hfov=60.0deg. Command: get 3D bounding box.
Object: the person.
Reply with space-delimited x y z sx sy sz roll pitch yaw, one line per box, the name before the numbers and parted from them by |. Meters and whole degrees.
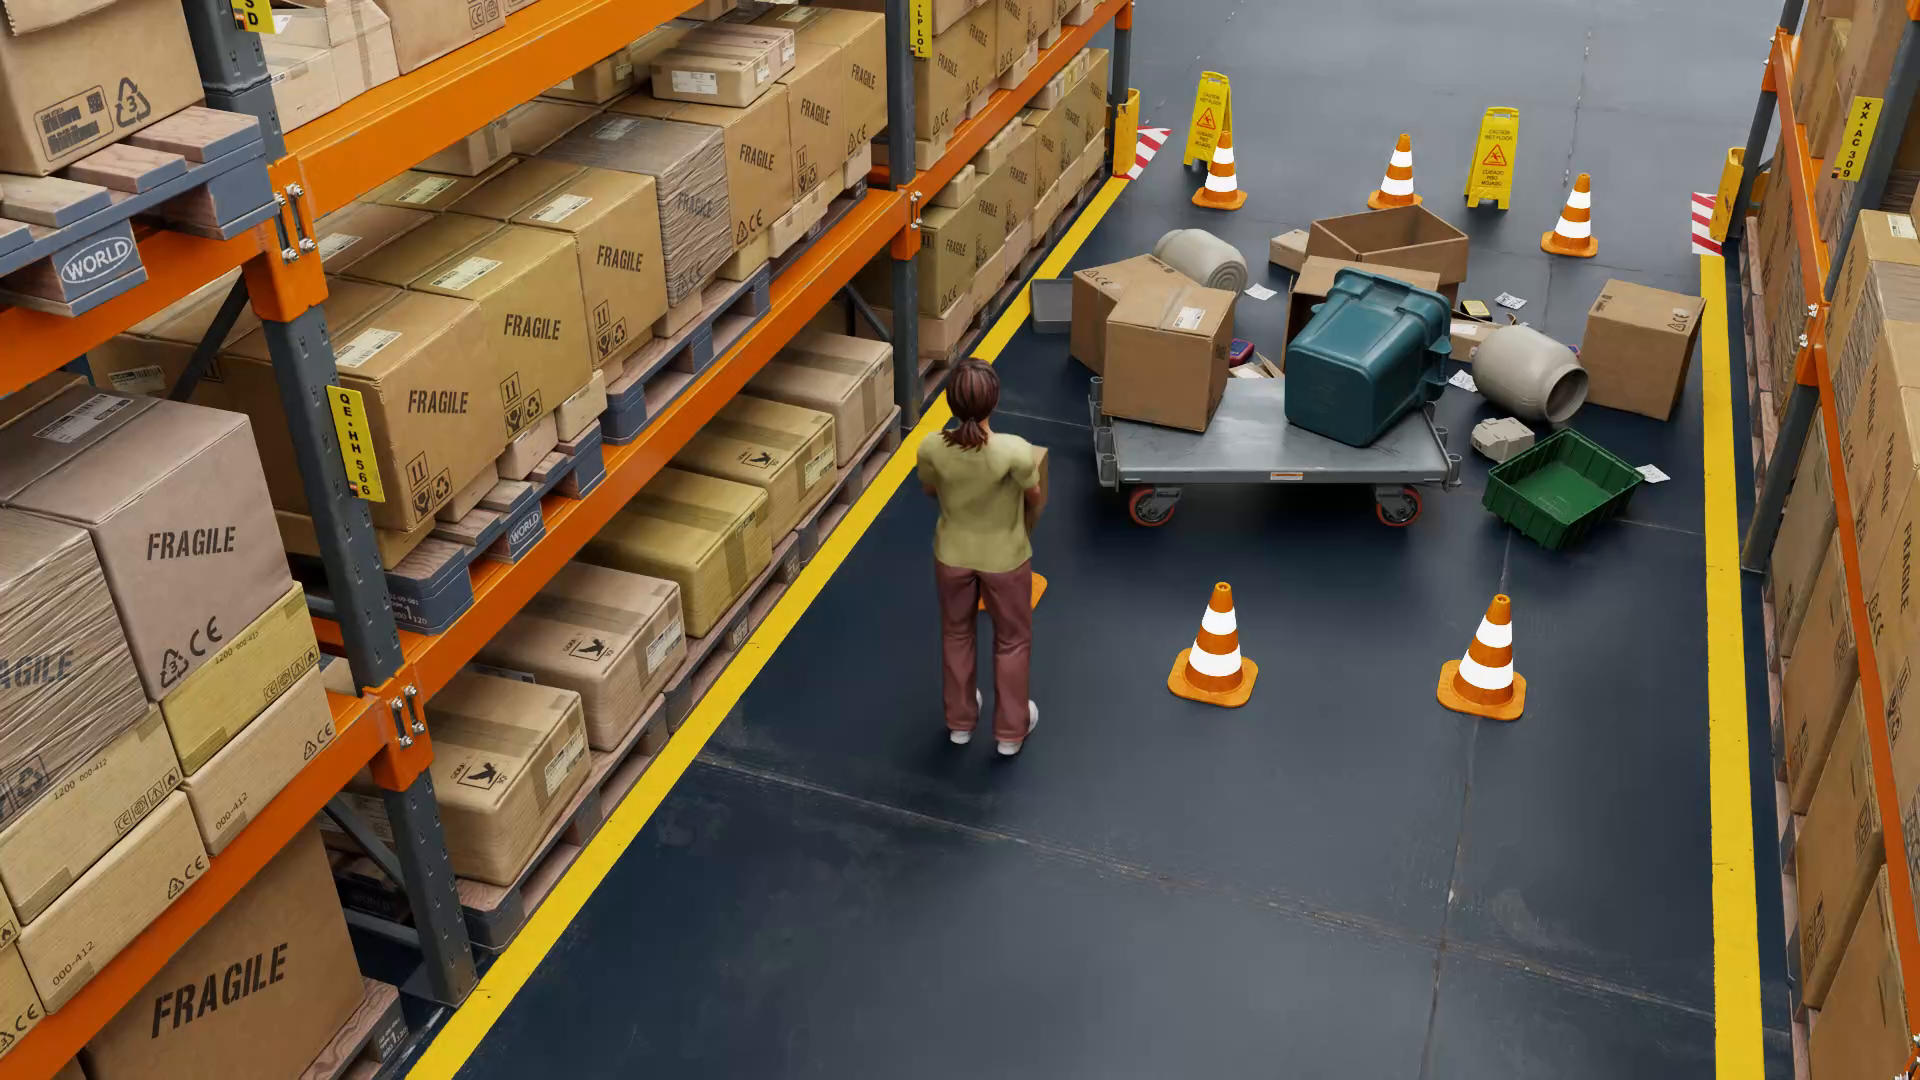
person | 0.077 0.037 6.087 0.438 1.673 0.543 7 34 10
